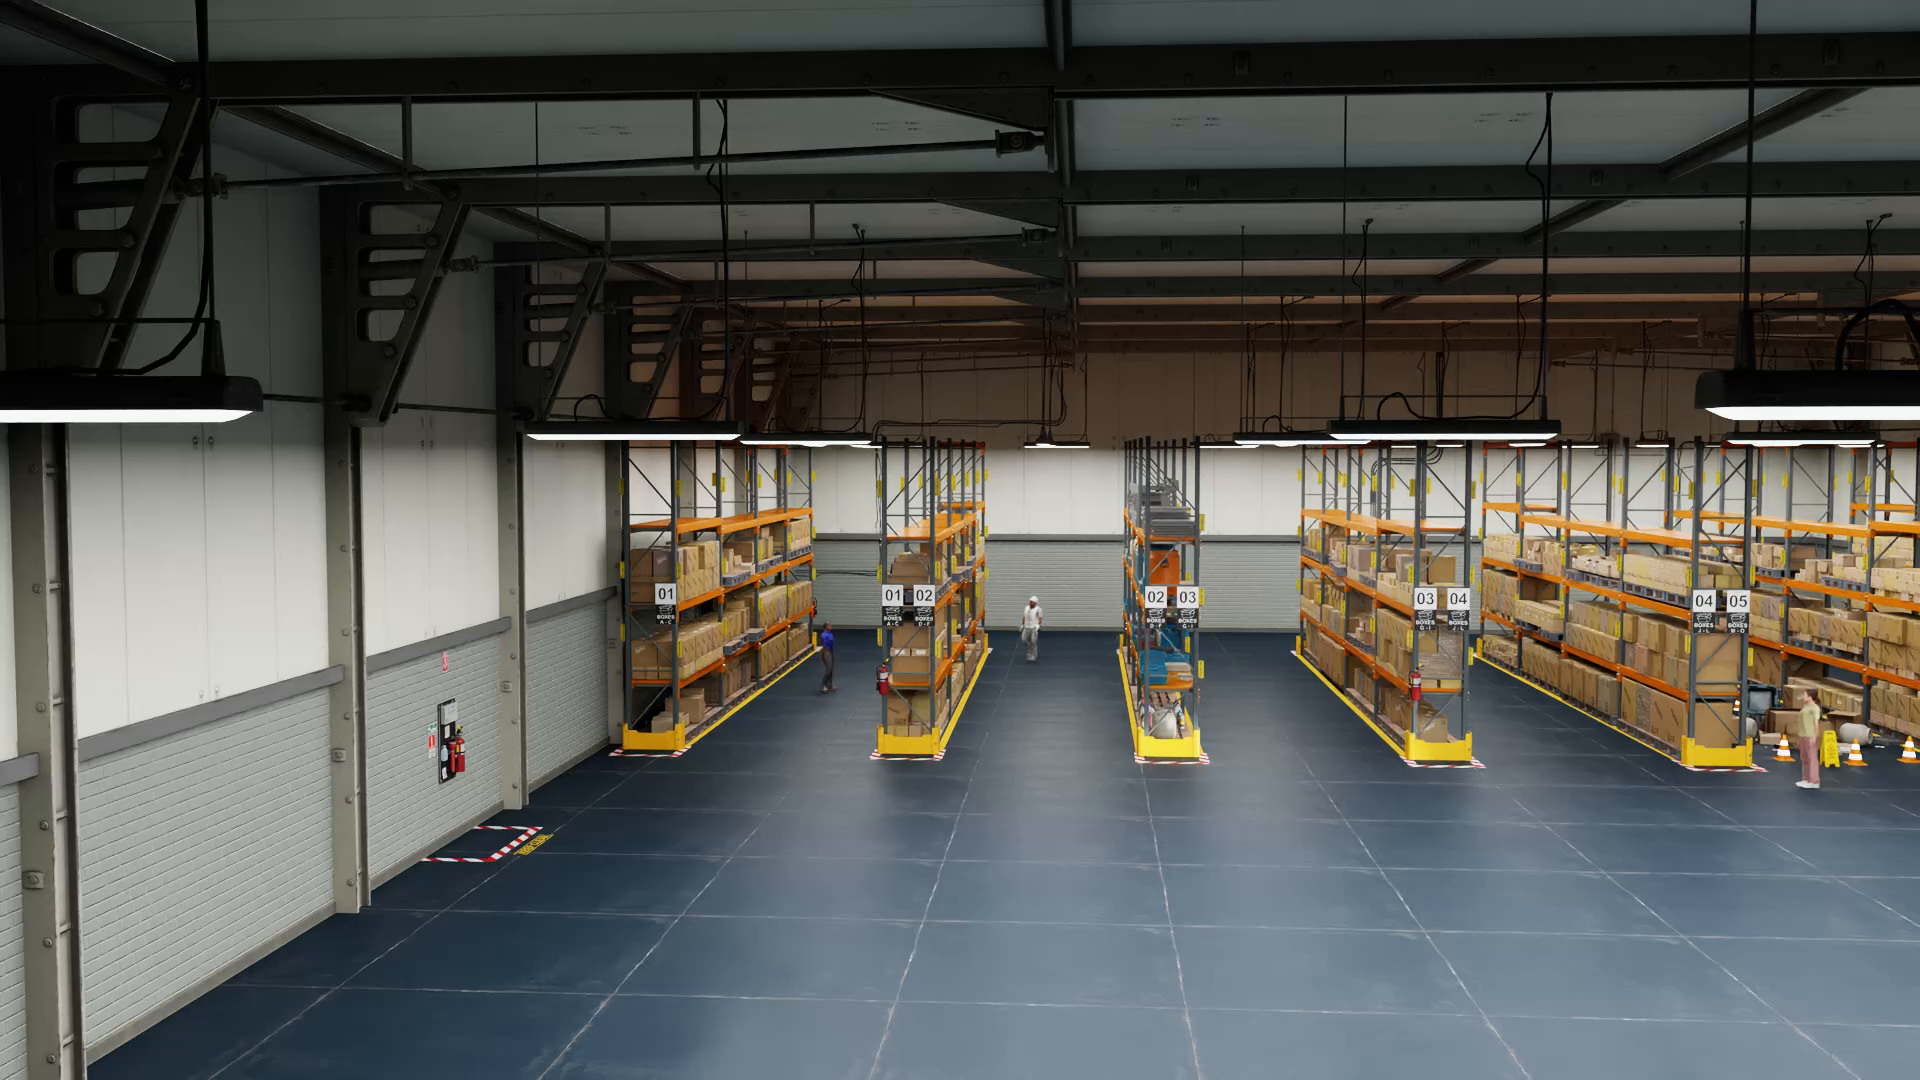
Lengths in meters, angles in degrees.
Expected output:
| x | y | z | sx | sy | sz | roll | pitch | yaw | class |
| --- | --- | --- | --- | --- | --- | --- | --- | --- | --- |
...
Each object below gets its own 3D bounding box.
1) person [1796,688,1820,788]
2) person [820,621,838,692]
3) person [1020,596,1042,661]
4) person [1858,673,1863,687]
| x | y | z | sx | sy | sz | roll | pitch | yaw | class |
| --- | --- | --- | --- | --- | --- | --- | --- | --- | --- |
| 14.450 | 3.374 | 28.352 | 0.462 | 1.680 | 0.525 | -1 | 3 | -12 | person |
| -3.132 | 2.779 | 39.814 | 0.388 | 1.686 | 0.514 | 1 | 3 | 13 | person |
| 1.902 | 2.427 | 45.281 | 0.700 | 1.798 | 0.590 | 1 | 3 | 25 | person |
| 21.183 | 2.774 | 39.000 | 0.603 | 1.747 | 0.688 | 0 | 3 | 1 | person |
